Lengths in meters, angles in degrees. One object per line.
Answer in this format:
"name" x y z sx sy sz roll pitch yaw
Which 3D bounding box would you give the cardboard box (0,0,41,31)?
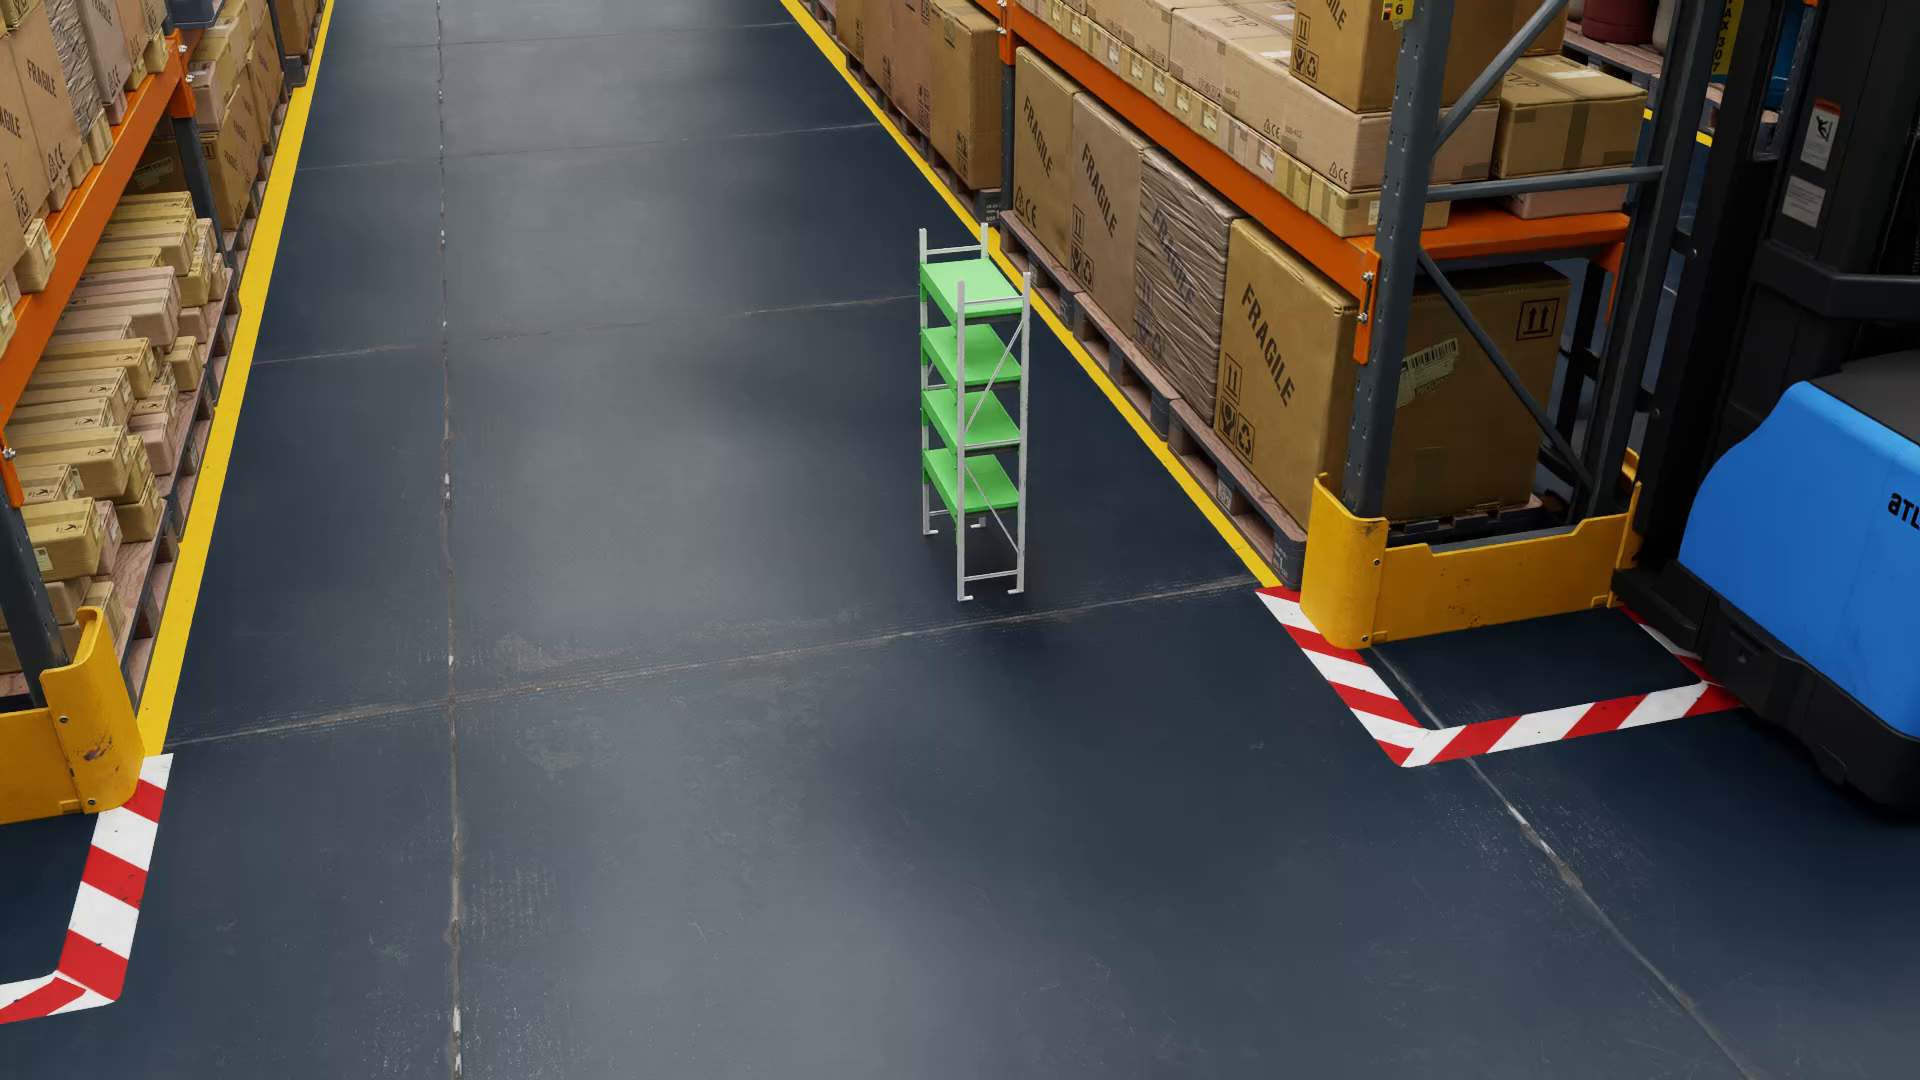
"cardboard box" -3.148 -1.835 5.031 0.500 0.500 0.500 -9 31 -14

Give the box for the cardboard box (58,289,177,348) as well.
"cardboard box" -3.328 -0.861 6.575 0.380 0.149 0.250 -9 31 -15

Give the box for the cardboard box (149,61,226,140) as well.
"cardboard box" -4.031 -2.229 8.434 0.500 0.250 0.500 -9 31 -15

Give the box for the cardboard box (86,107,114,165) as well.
"cardboard box" -3.304 -1.452 6.014 0.380 0.149 0.250 -7 31 -12

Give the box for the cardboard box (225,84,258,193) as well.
"cardboard box" -4.172 -2.160 9.064 0.500 0.500 0.500 -6 31 -11

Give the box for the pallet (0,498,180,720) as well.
"pallet" -3.230 0.292 5.534 1.003 0.211 1.213 -8 31 -13

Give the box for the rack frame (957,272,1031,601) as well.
"rack frame" 0.109 -0.321 5.608 0.240 1.200 0.015 -8 31 -13

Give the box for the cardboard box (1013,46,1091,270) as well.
"cardboard box" 0.817 -1.956 8.337 0.875 0.875 0.875 -8 31 -13

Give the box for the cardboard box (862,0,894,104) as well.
"cardboard box" 0.049 -3.450 10.918 1.225 0.875 0.875 -8 31 -13

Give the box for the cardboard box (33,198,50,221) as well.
"cardboard box" -3.175 -1.068 5.351 0.380 0.149 0.250 -8 31 -14

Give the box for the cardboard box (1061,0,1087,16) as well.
"cardboard box" 0.718 -2.585 7.574 0.500 0.250 0.500 -8 31 -14

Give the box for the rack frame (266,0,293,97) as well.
"rack frame" -5.152 -4.345 10.762 1.000 3.000 0.127 -8 31 -13

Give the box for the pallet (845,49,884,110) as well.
"pallet" -0.206 -3.358 11.840 1.003 0.211 1.213 -8 31 -13

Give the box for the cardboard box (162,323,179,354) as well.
"cardboard box" -3.469 -0.869 6.886 0.380 0.149 0.250 -7 31 -12

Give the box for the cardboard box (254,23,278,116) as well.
"cardboard box" -4.591 -2.910 10.360 0.500 0.500 0.500 -7 31 -11

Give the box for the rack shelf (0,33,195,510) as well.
"rack shelf" -3.559 -1.135 5.935 1.077 0.370 4.000 -8 31 -13

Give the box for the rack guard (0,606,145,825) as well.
"rack guard" -3.048 0.564 4.776 1.175 0.500 0.348 -8 31 -13

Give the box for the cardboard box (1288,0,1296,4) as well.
"cardboard box" 1.496 -2.168 6.853 0.500 0.250 0.500 -8 31 -14

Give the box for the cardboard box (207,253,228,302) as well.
"cardboard box" -3.657 -1.216 7.784 0.380 0.149 0.250 -7 31 -13

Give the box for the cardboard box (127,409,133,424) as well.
"cardboard box" -3.326 -0.470 6.198 0.380 0.149 0.250 -6 31 -11

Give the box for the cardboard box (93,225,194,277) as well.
"cardboard box" -3.566 -1.243 7.237 0.380 0.149 0.250 -8 31 -14

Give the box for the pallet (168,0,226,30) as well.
"pallet" -4.153 -2.718 8.143 1.003 0.211 1.213 -8 31 -13

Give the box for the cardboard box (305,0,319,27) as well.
"cardboard box" -5.462 -4.281 12.478 1.050 0.750 0.750 -7 31 -13

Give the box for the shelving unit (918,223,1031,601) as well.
"shelving unit" 0.044 -0.439 5.811 0.258 1.200 0.503 -8 31 -13

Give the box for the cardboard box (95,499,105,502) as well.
"cardboard box" -3.088 -0.091 5.542 0.380 0.149 0.250 -7 31 -13

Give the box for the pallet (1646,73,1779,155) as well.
"pallet" 5.330 -2.853 10.969 1.003 0.211 1.213 -8 31 -13

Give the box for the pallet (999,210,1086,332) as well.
"pallet" 0.845 -1.439 8.525 1.003 0.211 1.213 -8 31 -13

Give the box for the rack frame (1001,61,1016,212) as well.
"rack frame" 0.719 -3.023 8.479 1.000 3.000 0.127 -8 31 -13

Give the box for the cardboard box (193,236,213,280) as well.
"cardboard box" -3.616 -1.250 7.546 0.380 0.149 0.250 -9 31 -16

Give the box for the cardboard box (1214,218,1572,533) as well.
"cardboard box" 1.534 -0.652 6.084 0.875 0.875 0.875 -8 31 -13

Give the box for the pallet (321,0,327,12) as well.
"pallet" -5.936 -4.707 14.171 1.003 0.211 1.213 -8 31 -13

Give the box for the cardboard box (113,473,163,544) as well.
"cardboard box" -3.042 -0.097 5.850 0.380 0.149 0.250 -7 31 -13

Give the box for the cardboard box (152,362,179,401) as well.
"cardboard box" -3.378 -0.582 6.687 0.380 0.149 0.250 -7 31 -12

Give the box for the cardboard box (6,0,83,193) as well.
"cardboard box" -3.166 -1.400 5.277 0.500 0.500 0.500 -7 31 -13

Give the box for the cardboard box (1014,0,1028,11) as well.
"cardboard box" 0.477 -2.728 8.219 0.380 0.149 0.250 -8 31 -13

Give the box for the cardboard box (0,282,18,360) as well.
"cardboard box" -2.798 -0.572 4.495 0.380 0.149 0.250 -8 31 -14

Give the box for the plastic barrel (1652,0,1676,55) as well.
"plastic barrel" 5.115 -3.679 11.675 0.421 0.512 0.421 0 30 0

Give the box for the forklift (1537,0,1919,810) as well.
"forklift" 2.743 -1.219 5.430 1.130 2.935 3.031 -8 31 -14

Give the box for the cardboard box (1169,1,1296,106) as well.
"cardboard box" 1.127 -1.845 6.296 0.500 0.250 0.500 -9 31 -15

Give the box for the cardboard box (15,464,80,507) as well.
"cardboard box" -3.029 -0.102 5.264 0.380 0.149 0.250 -7 31 -12

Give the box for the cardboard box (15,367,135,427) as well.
"cardboard box" -3.182 -0.484 5.925 0.380 0.149 0.250 -7 31 -11

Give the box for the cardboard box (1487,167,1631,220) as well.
"cardboard box" 2.005 -1.198 5.576 0.380 0.149 0.250 -8 31 -13

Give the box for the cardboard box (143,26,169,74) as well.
"cardboard box" -3.615 -2.087 7.112 0.380 0.149 0.250 -9 31 -15

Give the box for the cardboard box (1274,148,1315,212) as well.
"cardboard box" 1.298 -1.236 5.642 0.380 0.149 0.250 -8 31 -13

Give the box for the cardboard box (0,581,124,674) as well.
"cardboard box" -2.859 0.276 5.206 0.380 0.149 0.250 -7 31 -12

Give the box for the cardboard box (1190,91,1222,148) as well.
"cardboard box" 1.096 -1.604 6.278 0.380 0.149 0.250 -9 31 -14

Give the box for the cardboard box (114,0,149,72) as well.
"cardboard box" -3.553 -2.138 6.552 0.500 0.500 0.500 -9 31 -15

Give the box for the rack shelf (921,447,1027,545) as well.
"rack shelf" 0.044 -0.176 5.964 0.258 0.148 0.480 -8 31 -13

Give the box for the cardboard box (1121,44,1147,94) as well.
"cardboard box" 0.892 -1.975 6.918 0.380 0.149 0.250 -9 31 -15

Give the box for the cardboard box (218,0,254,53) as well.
"cardboard box" -4.453 -2.984 9.738 0.500 0.250 0.500 -7 31 -12

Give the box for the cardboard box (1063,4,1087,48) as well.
"cardboard box" 0.688 -2.347 7.561 0.380 0.149 0.250 -9 31 -15

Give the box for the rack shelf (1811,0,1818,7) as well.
"rack shelf" 6.025 -2.405 8.128 1.077 0.370 4.000 -8 31 -13

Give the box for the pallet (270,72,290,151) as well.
"pallet" -4.946 -2.760 10.808 1.003 0.211 1.213 -8 31 -13
